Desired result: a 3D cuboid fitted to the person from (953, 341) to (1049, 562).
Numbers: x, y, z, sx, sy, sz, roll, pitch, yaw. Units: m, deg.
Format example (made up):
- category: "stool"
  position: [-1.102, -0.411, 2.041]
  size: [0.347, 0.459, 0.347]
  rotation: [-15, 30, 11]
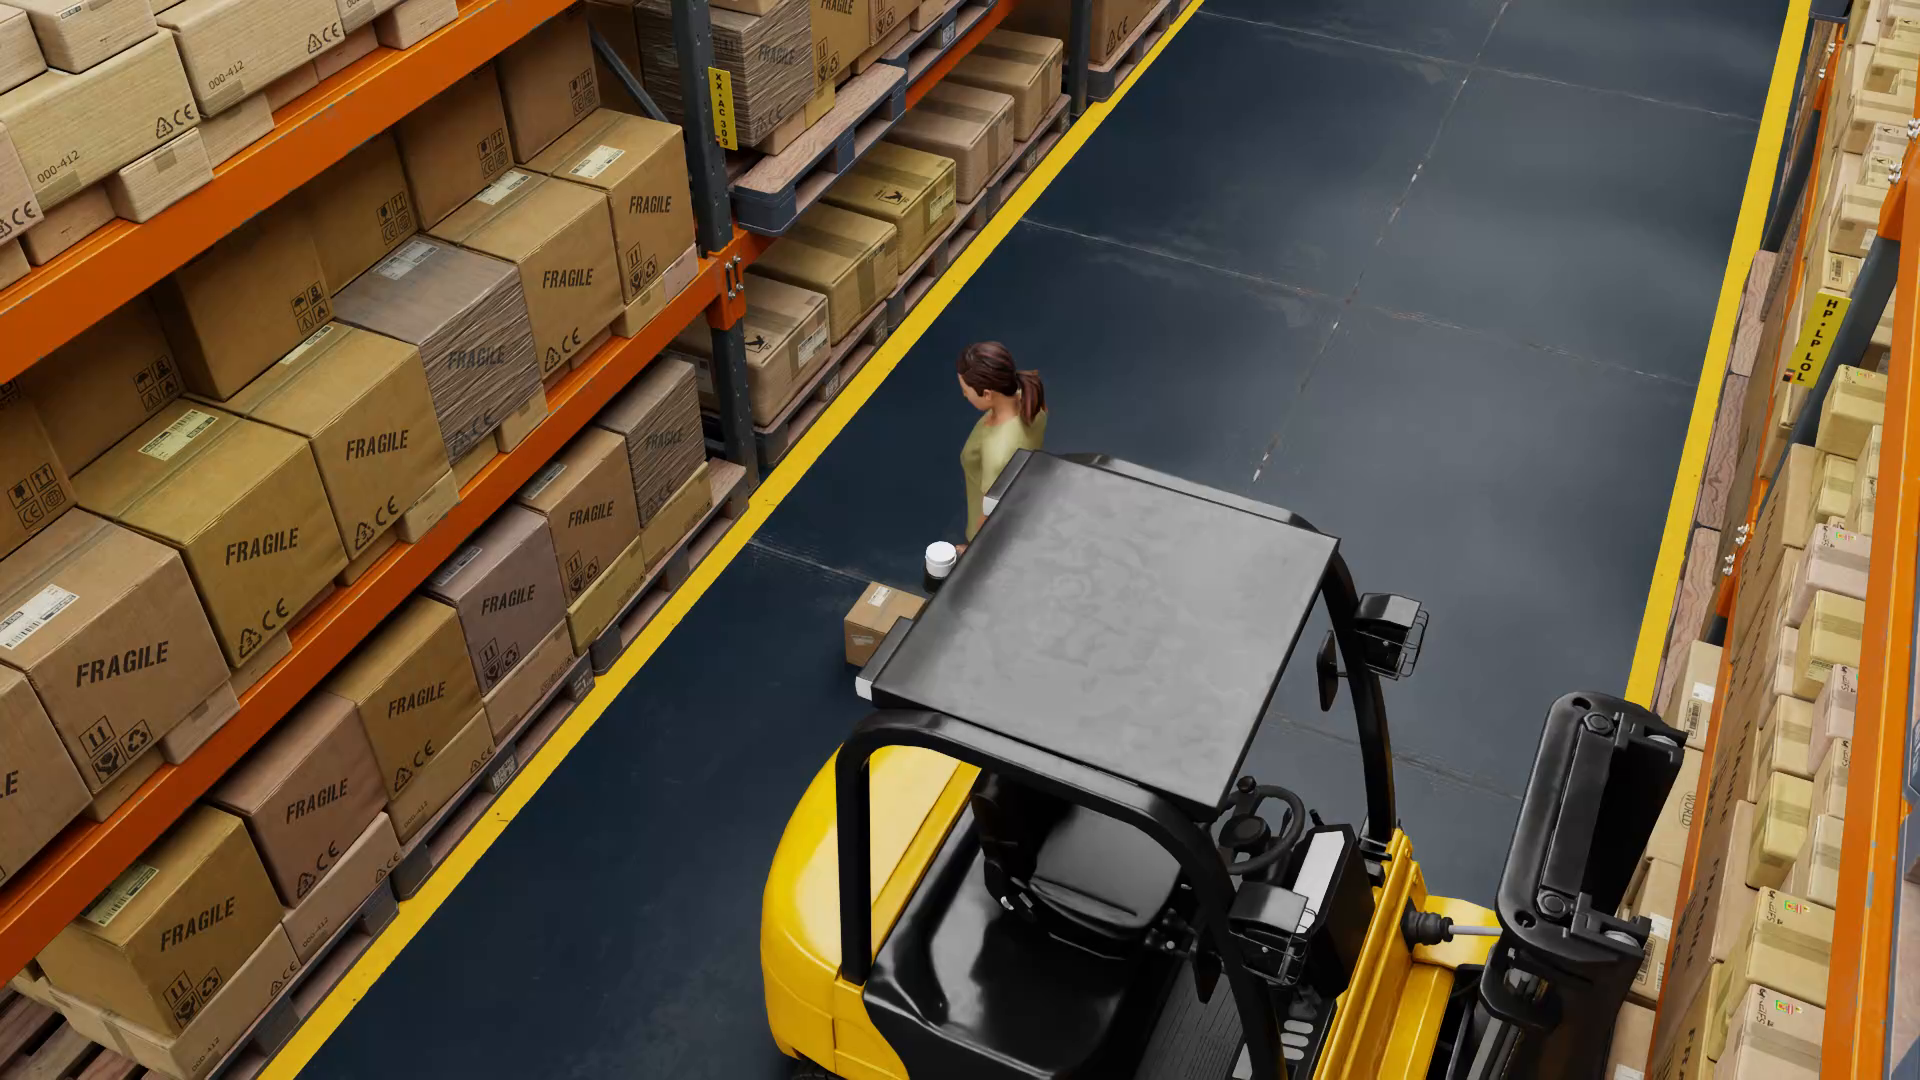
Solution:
- category: "person"
  position: [0.144, -0.040, 6.222]
  size: [0.356, 1.663, 0.455]
  rotation: [13, 44, 14]
